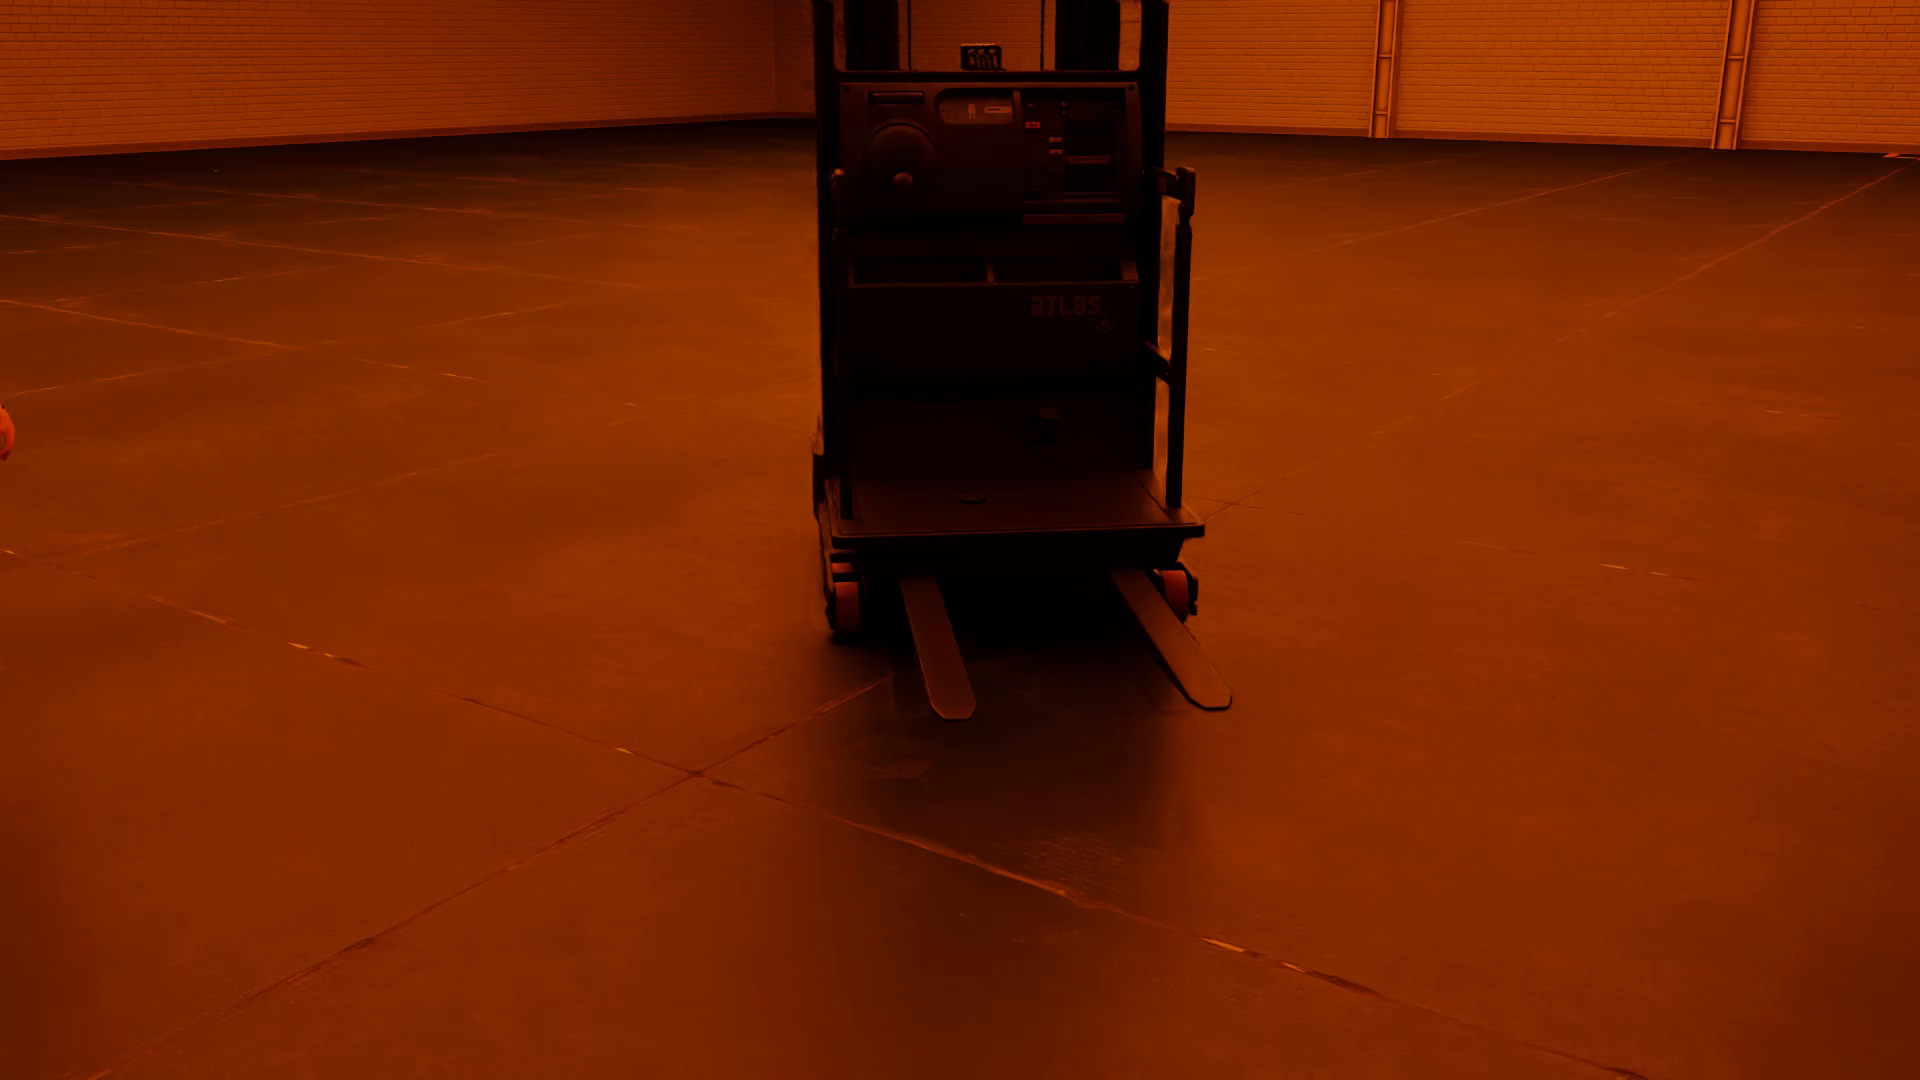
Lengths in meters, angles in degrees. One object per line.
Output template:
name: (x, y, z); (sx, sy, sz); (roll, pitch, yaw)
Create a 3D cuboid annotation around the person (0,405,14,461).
person: (-2.741, -0.244, 4.090); (0.731, 1.568, 0.402); (-9, 19, -27)

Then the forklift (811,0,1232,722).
forklift: (0.123, -1.222, 4.918); (1.130, 2.935, 3.031); (-2, 17, -6)
